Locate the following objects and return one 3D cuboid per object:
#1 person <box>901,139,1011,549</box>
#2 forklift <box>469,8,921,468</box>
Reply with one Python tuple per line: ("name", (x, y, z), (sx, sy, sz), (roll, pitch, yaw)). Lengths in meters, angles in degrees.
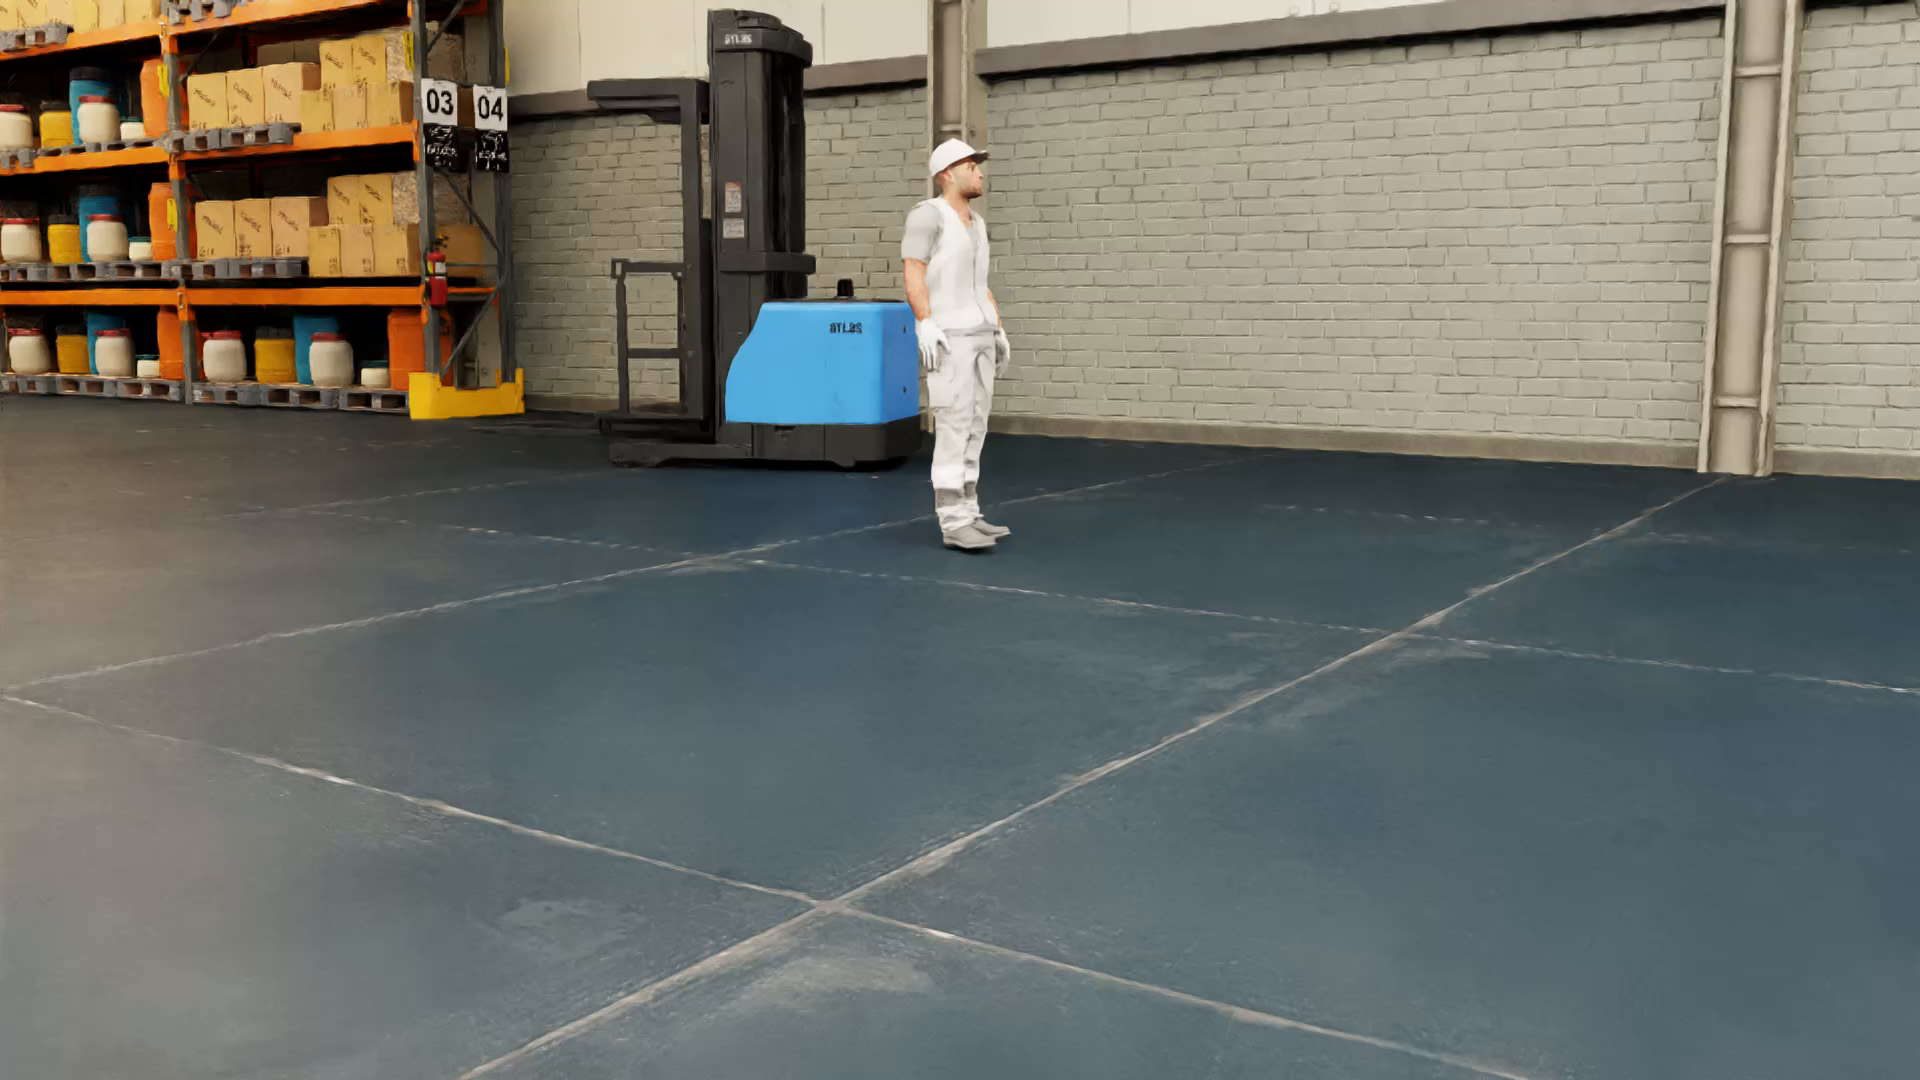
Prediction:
("person", (0.060, -0.885, 7.423), (0.563, 1.787, 0.637), (5, 10, 34))
("forklift", (-1.845, -2.001, 11.267), (3.031, 2.935, 1.130), (2, 8, 14))
